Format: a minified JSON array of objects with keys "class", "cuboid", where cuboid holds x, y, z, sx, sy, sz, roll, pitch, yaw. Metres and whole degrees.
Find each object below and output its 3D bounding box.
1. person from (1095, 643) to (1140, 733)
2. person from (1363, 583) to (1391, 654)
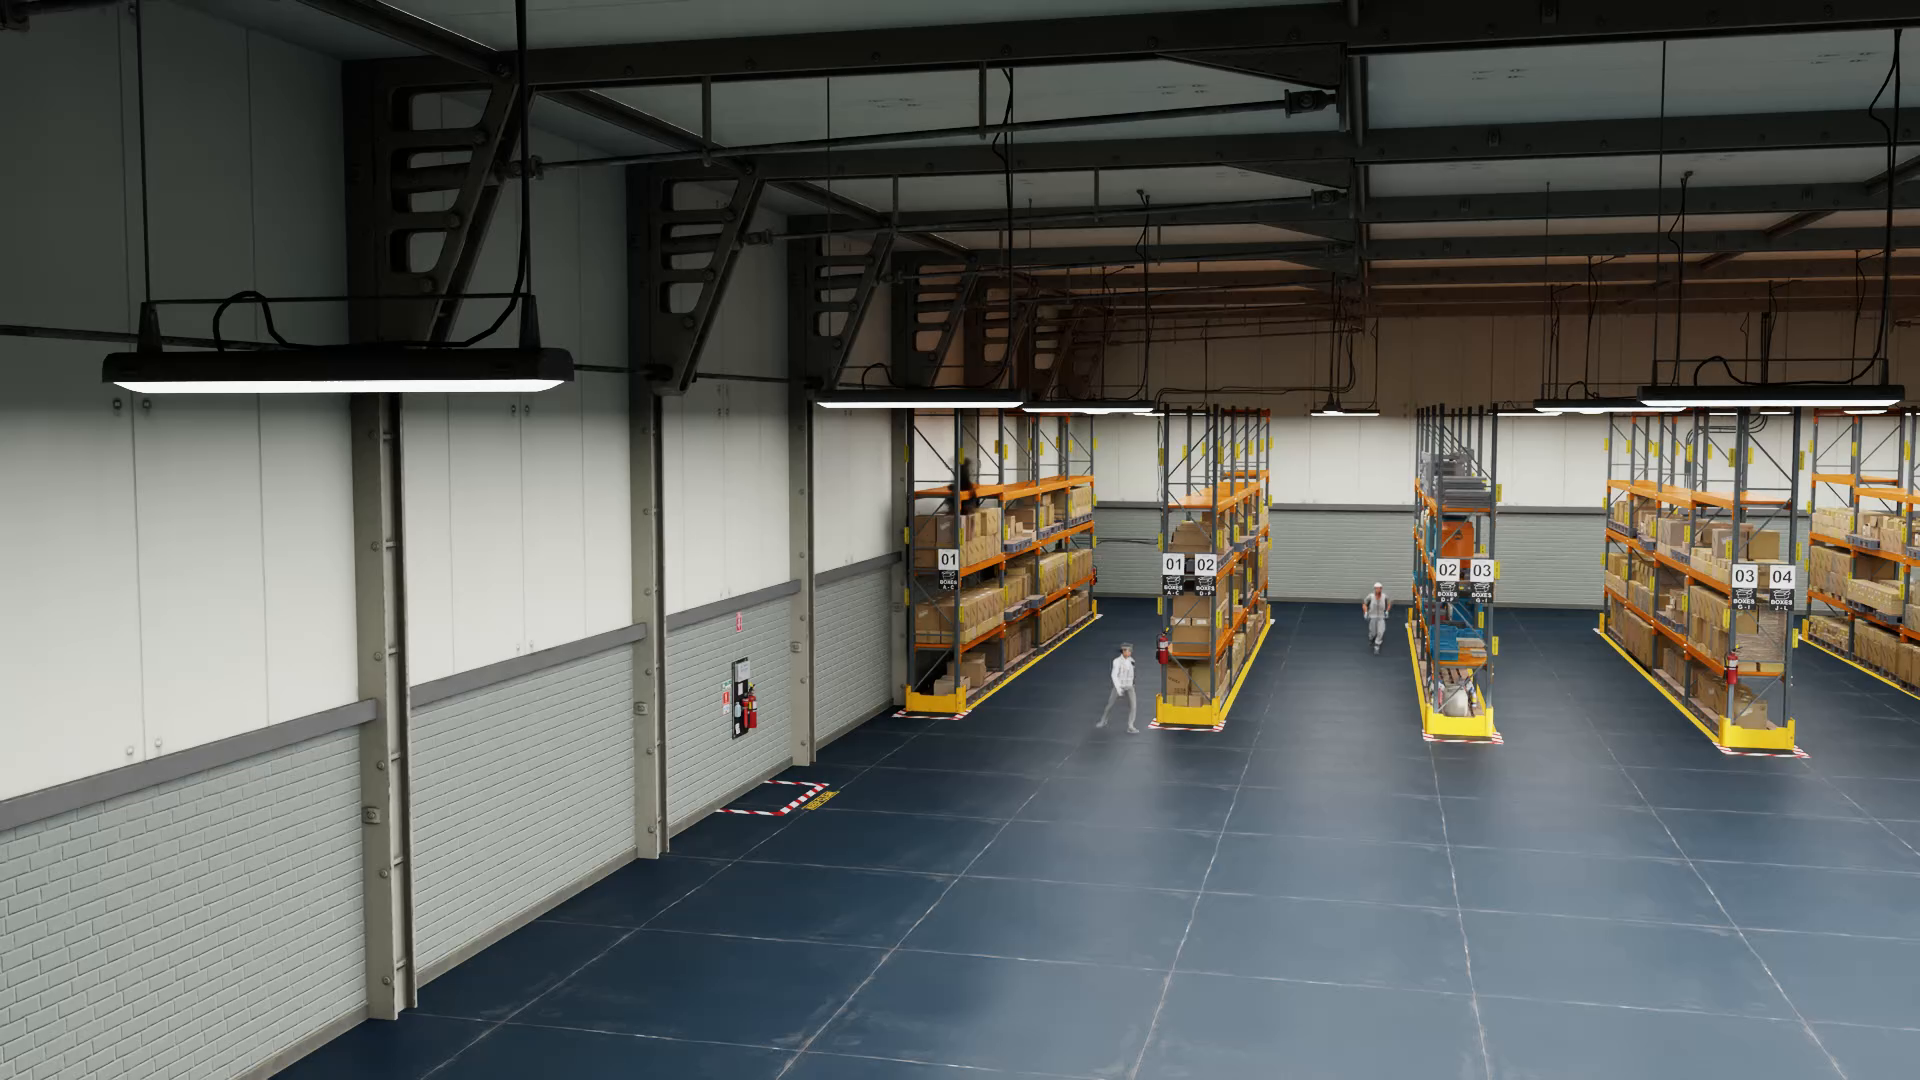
[{"class":"person","cuboid":[2.888,2.686,30.371,0.661,1.625,0.792,-2,4,-21]},{"class":"person","cuboid":[10.217,1.905,40.738,0.682,1.735,0.676,0,4,3]}]
